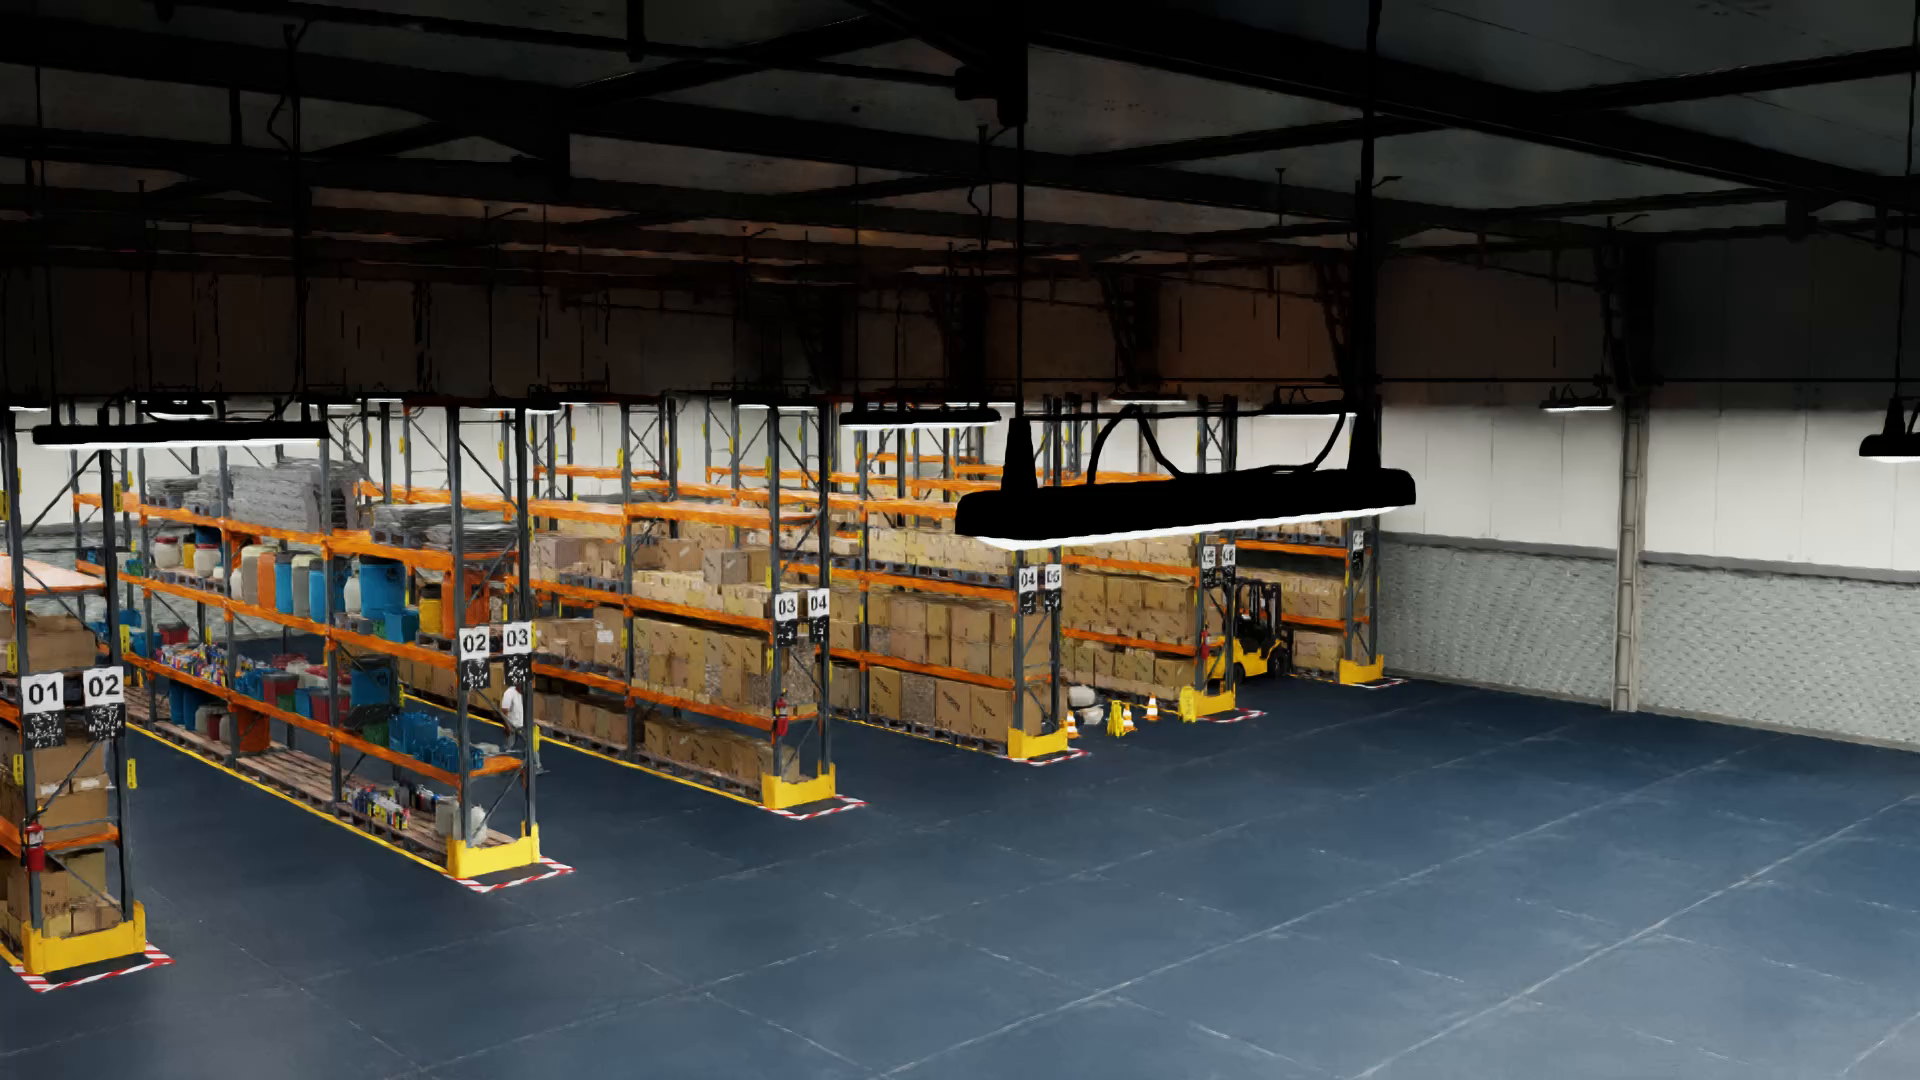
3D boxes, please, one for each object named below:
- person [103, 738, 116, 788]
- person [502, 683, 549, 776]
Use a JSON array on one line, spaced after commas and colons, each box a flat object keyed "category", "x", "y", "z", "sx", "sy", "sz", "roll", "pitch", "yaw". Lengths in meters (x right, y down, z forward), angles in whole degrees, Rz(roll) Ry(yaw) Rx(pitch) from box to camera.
[{"category": "person", "x": -13.295, "y": 3.031, "z": 25.775, "sx": 0.504, "sy": 1.603, "sz": 0.419, "roll": 2, "pitch": 6, "yaw": 19}, {"category": "person", "x": -7.040, "y": 2.908, "z": 26.609, "sx": 0.577, "sy": 1.691, "sz": 1.121, "roll": -5, "pitch": 7, "yaw": -41}]
